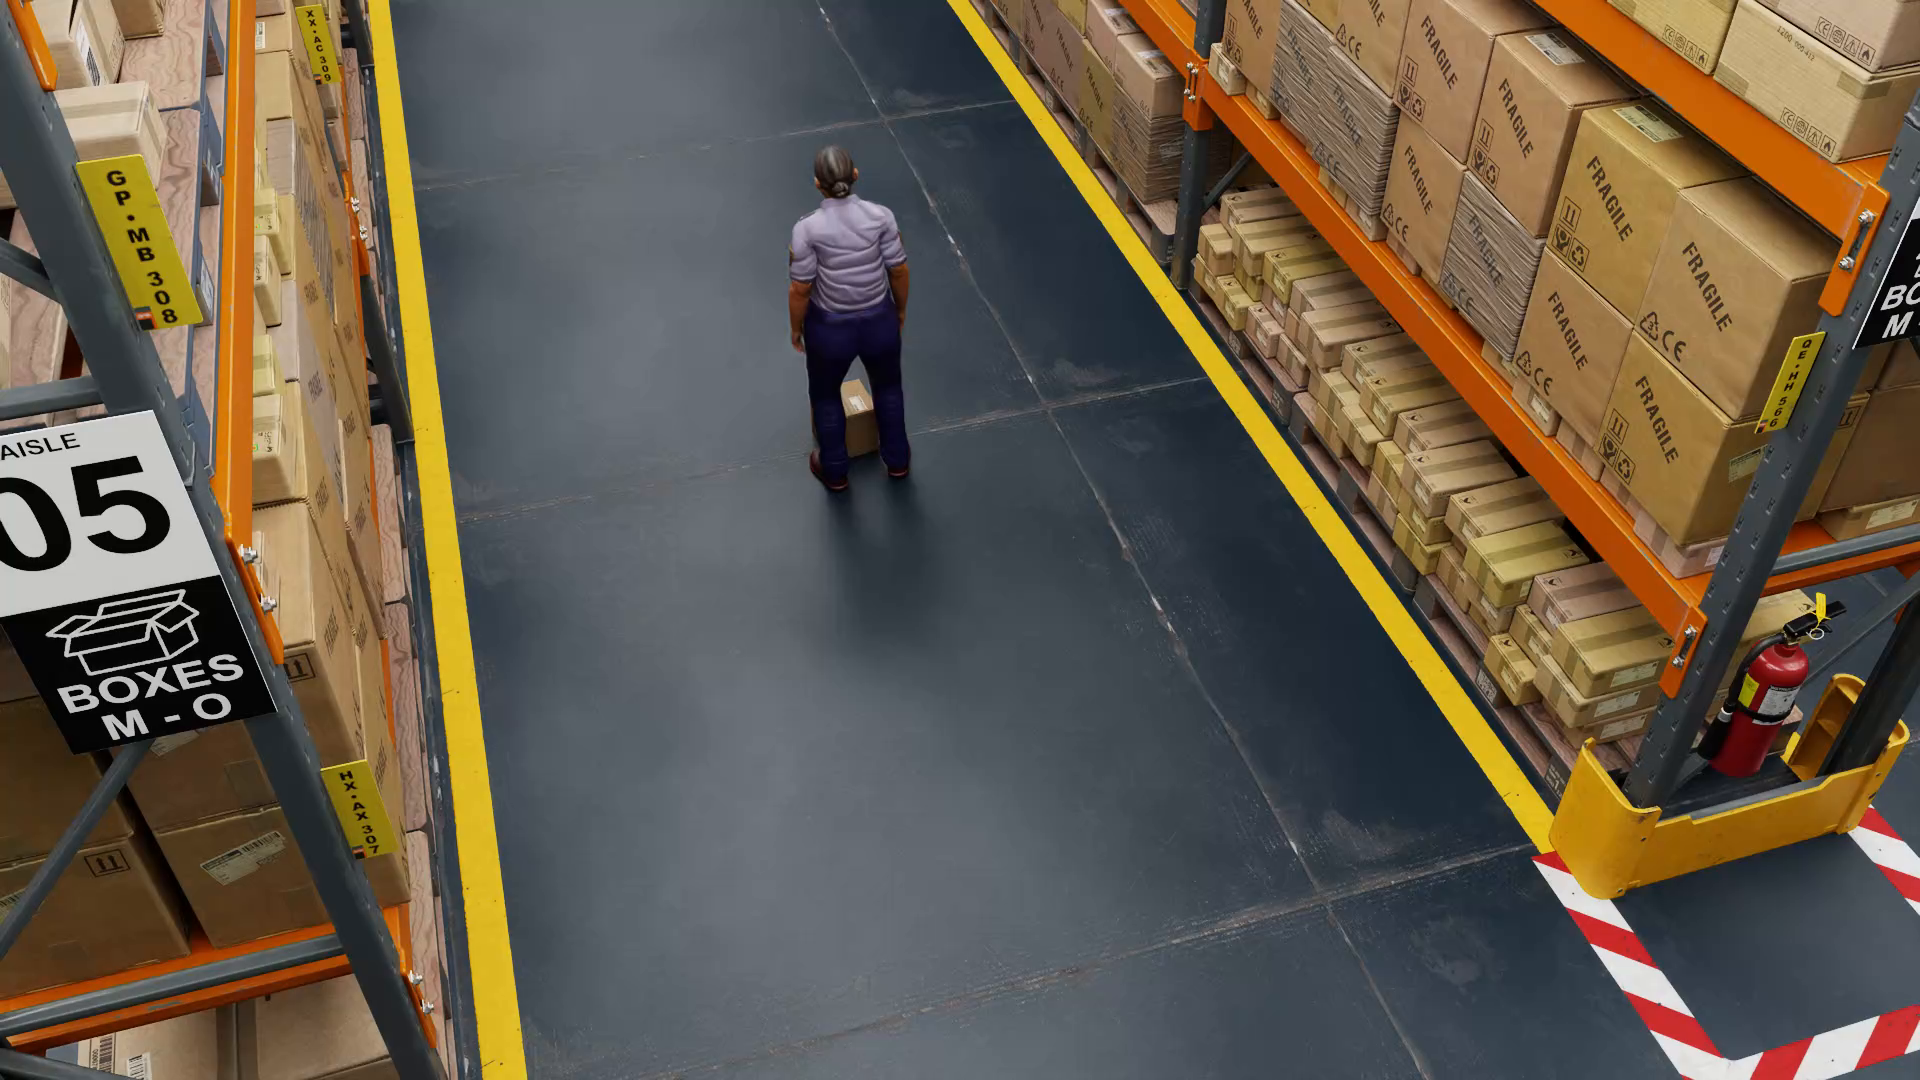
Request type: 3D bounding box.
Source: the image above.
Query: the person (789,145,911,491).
[{"bbox_3d":[-0.466,-0.925,7.176,0.539,1.652,0.370,-12,44,-13],"label":"person"}]
